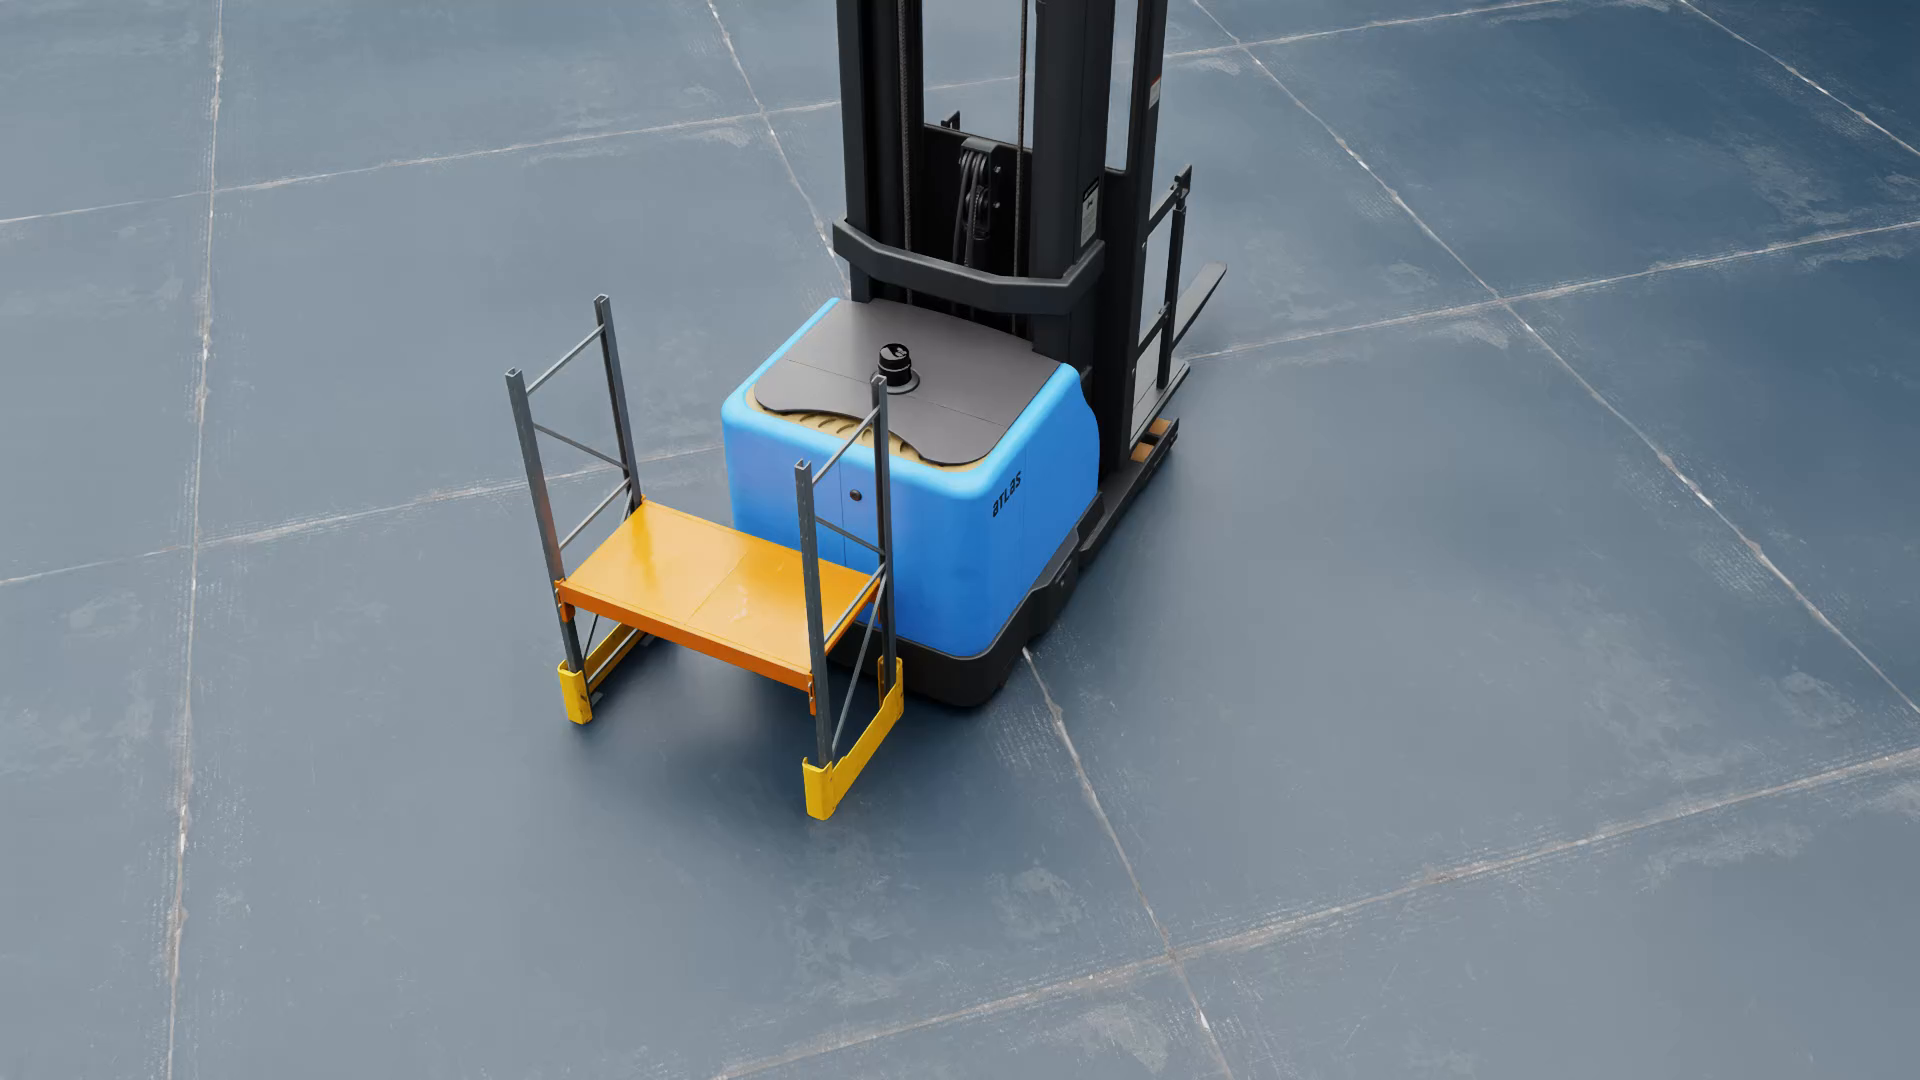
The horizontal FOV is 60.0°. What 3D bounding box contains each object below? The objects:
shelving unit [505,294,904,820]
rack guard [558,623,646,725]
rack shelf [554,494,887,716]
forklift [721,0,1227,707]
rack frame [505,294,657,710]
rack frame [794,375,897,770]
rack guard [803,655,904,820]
[{"bbox_3d":[-0.810,0.064,5.537,1.083,1.500,0.587,18,44,19],"label":"shelving unit"},{"bbox_3d":[-1.257,0.390,6.114,0.087,0.250,0.587,18,44,19],"label":"rack guard"},{"bbox_3d":[-0.802,0.202,5.652,1.000,0.185,0.538,18,44,19],"label":"rack shelf"},{"bbox_3d":[0.285,-1.471,6.206,1.130,2.935,3.031,19,44,20],"label":"forklift"},{"bbox_3d":[-1.258,-0.081,5.703,0.032,1.500,0.500,18,44,19],"label":"rack frame"},{"bbox_3d":[-0.346,0.214,5.365,0.032,1.500,0.500,18,44,19],"label":"rack frame"},{"bbox_3d":[-0.363,0.680,5.782,0.087,0.250,0.587,18,44,19],"label":"rack guard"}]
